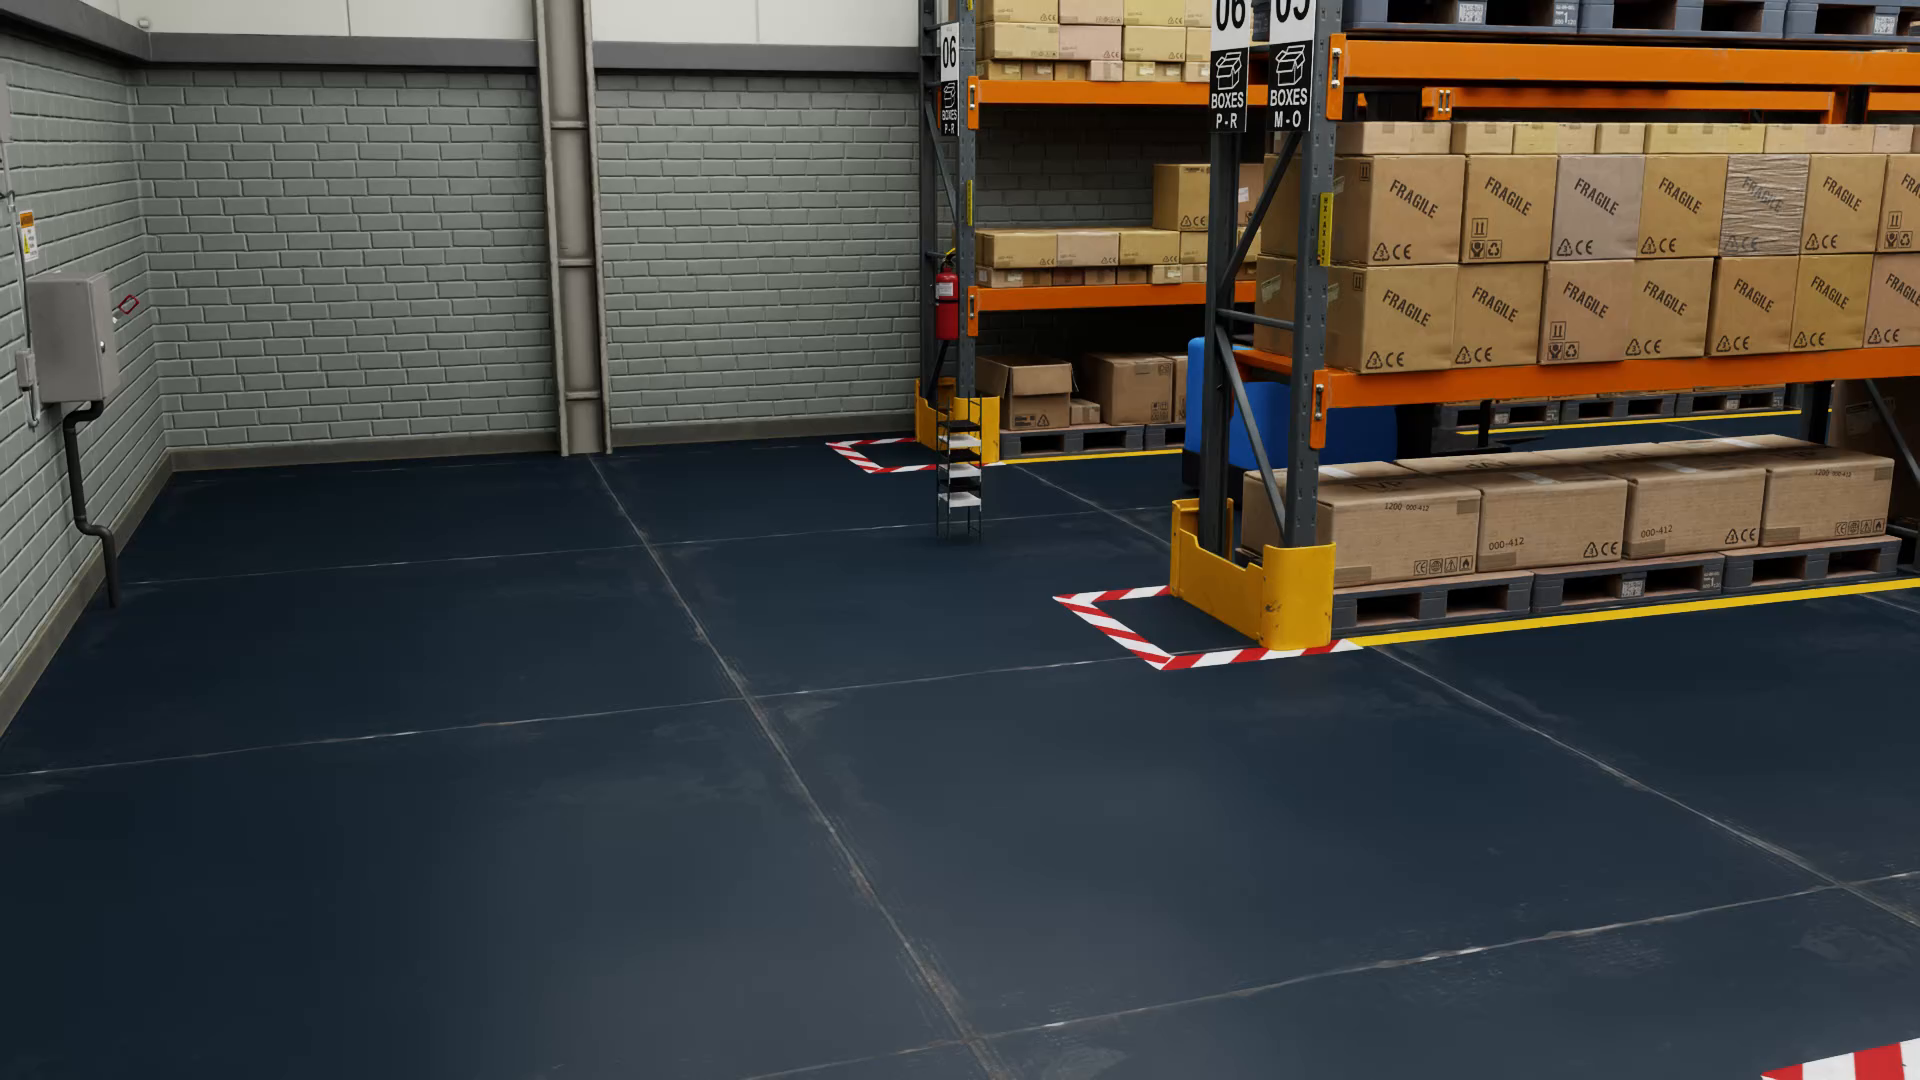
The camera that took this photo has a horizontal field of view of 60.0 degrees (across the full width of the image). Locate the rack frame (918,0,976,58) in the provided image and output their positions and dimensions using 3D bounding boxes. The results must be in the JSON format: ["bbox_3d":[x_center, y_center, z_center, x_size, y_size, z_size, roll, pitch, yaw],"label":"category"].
[{"bbox_3d":[-0.105,-5.075,12.033,0.127,3.000,1.000,-4,14,-18],"label":"rack frame"}]

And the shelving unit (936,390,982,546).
[{"bbox_3d":[-0.008,-0.437,10.036,0.210,0.900,0.258,-4,14,-18],"label":"shelving unit"}]

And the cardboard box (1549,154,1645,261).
[{"bbox_3d":[3.001,-1.656,8.245,0.500,0.500,0.500,-5,14,-18],"label":"cardboard box"}]

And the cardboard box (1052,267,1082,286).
[{"bbox_3d":[0.759,-2.055,12.841,0.250,0.149,0.380,-5,14,-19],"label":"cardboard box"}]

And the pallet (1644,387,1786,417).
[{"bbox_3d":[6.758,-1.344,15.336,1.213,0.211,1.003,-4,14,-18],"label":"pallet"}]

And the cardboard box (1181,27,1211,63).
[{"bbox_3d":[1.850,-3.781,12.755,0.500,0.250,0.500,-5,14,-19],"label":"cardboard box"}]

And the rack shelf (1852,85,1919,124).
[{"bbox_3d":[7.169,-2.620,9.750,4.000,0.370,1.077,-4,14,-18],"label":"rack shelf"}]

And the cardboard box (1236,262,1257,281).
[{"bbox_3d":[2.216,-2.169,13.324,0.250,0.149,0.380,-4,14,-17],"label":"cardboard box"}]

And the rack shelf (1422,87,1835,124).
[{"bbox_3d":[5.582,-3.709,14.326,4.000,0.370,1.077,-4,14,-18],"label":"rack shelf"}]

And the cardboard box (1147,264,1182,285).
[{"bbox_3d":[1.531,-2.083,12.960,0.250,0.149,0.380,-5,14,-20],"label":"cardboard box"}]

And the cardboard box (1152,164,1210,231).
[{"bbox_3d":[1.833,-2.678,12.982,0.500,0.500,0.500,-4,14,-17],"label":"cardboard box"}]

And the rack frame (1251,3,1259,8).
[{"bbox_3d":[1.482,-3.987,7.458,0.127,3.000,1.000,-4,14,-18],"label":"rack frame"}]

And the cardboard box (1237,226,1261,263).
[{"bbox_3d":[2.335,-2.358,13.257,0.500,0.250,0.500,-5,14,-18],"label":"cardboard box"}]

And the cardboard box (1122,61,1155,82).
[{"bbox_3d":[1.275,-3.523,12.534,0.250,0.149,0.380,-4,14,-18],"label":"cardboard box"}]

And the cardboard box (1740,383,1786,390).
[{"bbox_3d":[7.145,-1.657,15.121,0.500,0.500,0.500,-4,14,-16],"label":"cardboard box"}]

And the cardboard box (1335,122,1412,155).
[{"bbox_3d":[1.907,-1.884,7.805,0.250,0.149,0.380,-4,14,-17],"label":"cardboard box"}]

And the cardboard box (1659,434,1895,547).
[{"bbox_3d":[4.644,-0.299,9.545,0.875,0.438,0.875,-5,14,-19],"label":"cardboard box"}]

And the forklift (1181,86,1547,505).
[{"bbox_3d":[3.099,-1.788,11.324,3.031,2.935,1.130,-5,14,-22],"label":"forklift"}]

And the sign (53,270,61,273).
[{"bbox_3d":[-4.740,-1.165,8.765,0.001,0.494,0.329,-4,14,-18],"label":"sign"}]

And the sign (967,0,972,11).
[{"bbox_3d":[0.068,-3.922,11.779,0.005,0.325,0.100,-4,14,-18],"label":"sign"}]

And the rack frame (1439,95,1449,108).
[{"bbox_3d":[3.686,-2.452,13.969,0.127,3.000,1.000,-4,14,-18],"label":"rack frame"}]

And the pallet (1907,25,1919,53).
[{"bbox_3d":[6.126,-2.808,9.398,1.217,0.209,0.805,-5,14,-20],"label":"pallet"}]

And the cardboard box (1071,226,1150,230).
[{"bbox_3d":[1.206,-2.394,13.406,0.500,0.250,0.500,-4,14,-16],"label":"cardboard box"}]

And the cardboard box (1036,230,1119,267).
[{"bbox_3d":[0.889,-2.240,12.760,0.500,0.250,0.500,-4,14,-17],"label":"cardboard box"}]

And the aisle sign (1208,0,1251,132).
[{"bbox_3d":[1.315,-2.396,8.115,0.004,0.787,0.394,-4,14,-18],"label":"aisle sign"}]

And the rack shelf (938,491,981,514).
[{"bbox_3d":[-0.008,-0.230,10.086,0.200,0.077,0.258,-4,14,-18],"label":"rack shelf"}]

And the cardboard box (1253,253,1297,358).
[{"bbox_3d":[1.855,-1.211,8.534,0.500,0.500,0.500,-4,14,-18],"label":"cardboard box"}]

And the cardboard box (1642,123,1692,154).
[{"bbox_3d":[3.390,-1.990,8.247,0.250,0.149,0.380,-5,14,-19],"label":"cardboard box"}]

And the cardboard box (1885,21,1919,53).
[{"bbox_3d":[8.242,-4.508,14.791,0.500,0.500,0.500,-4,14,-18],"label":"cardboard box"}]

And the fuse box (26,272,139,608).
[{"bbox_3d":[-4.387,-0.492,8.512,0.414,1.711,0.539,-4,14,-18],"label":"fuse box"}]

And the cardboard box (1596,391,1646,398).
[{"bbox_3d":[5.686,-1.541,14.632,0.500,0.500,0.500,-5,14,-20],"label":"cardboard box"}]

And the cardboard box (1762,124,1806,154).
[{"bbox_3d":[4.099,-2.061,8.546,0.250,0.149,0.380,-5,14,-18],"label":"cardboard box"}]

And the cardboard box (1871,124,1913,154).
[{"bbox_3d":[4.798,-2.126,8.820,0.250,0.149,0.380,-4,14,-17],"label":"cardboard box"}]

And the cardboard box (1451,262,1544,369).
[{"bbox_3d":[2.499,-1.133,8.207,0.500,0.500,0.500,-5,14,-19],"label":"cardboard box"}]

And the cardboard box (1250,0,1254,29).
[{"bbox_3d":[2.324,-4.061,12.853,0.500,0.250,0.500,-4,14,-17],"label":"cardboard box"}]

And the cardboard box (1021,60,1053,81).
[{"bbox_3d":[0.512,-3.491,12.400,0.250,0.149,0.380,-4,14,-17],"label":"cardboard box"}]

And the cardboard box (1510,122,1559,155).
[{"bbox_3d":[2.659,-1.937,8.025,0.250,0.149,0.380,-5,14,-20],"label":"cardboard box"}]

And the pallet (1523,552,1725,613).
[{"bbox_3d":[3.369,0.123,9.170,1.213,0.211,1.003,-4,14,-18],"label":"pallet"}]

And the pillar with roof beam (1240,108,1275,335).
[{"bbox_3d":[4.112,-4.573,9.920,0.400,9.000,9.100,-4,14,-18],"label":"pillar with roof beam"}]

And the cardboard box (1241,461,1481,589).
[{"bbox_3d":[2.075,-0.097,8.697,0.875,0.438,0.875,-5,14,-20],"label":"cardboard box"}]

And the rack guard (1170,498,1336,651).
[{"bbox_3d":[1.459,0.149,8.434,0.348,0.500,1.175,-4,14,-18],"label":"rack guard"}]

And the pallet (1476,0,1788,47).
[{"bbox_3d":[3.340,-2.632,8.437,1.213,0.211,1.003,-4,14,-18],"label":"pallet"}]

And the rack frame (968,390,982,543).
[{"bbox_3d":[0.089,-0.445,10.068,0.006,0.900,0.240,-4,14,-18],"label":"rack frame"}]

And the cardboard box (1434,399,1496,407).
[{"bbox_3d":[4.217,-1.427,14.152,0.500,0.500,0.500,-4,14,-16],"label":"cardboard box"}]

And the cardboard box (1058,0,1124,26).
[{"bbox_3d":[0.884,-3.942,12.352,0.500,0.250,0.500,-5,14,-18],"label":"cardboard box"}]

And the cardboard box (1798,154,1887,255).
[{"bbox_3d":[4.430,-1.768,8.715,0.500,0.500,0.500,-5,14,-19],"label":"cardboard box"}]

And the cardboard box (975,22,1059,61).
[{"bbox_3d":[0.403,-3.661,12.249,0.500,0.250,0.500,-5,14,-19],"label":"cardboard box"}]

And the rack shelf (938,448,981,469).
[{"bbox_3d":[-0.008,-0.492,10.023,0.200,0.077,0.258,-4,14,-18],"label":"rack shelf"}]

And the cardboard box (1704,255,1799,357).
[{"bbox_3d":[3.957,-1.242,8.668,0.500,0.500,0.500,-5,14,-19],"label":"cardboard box"}]

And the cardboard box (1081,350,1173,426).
[{"bbox_3d":[1.328,-1.224,13.300,0.500,0.500,0.700,-4,14,-16],"label":"cardboard box"}]
